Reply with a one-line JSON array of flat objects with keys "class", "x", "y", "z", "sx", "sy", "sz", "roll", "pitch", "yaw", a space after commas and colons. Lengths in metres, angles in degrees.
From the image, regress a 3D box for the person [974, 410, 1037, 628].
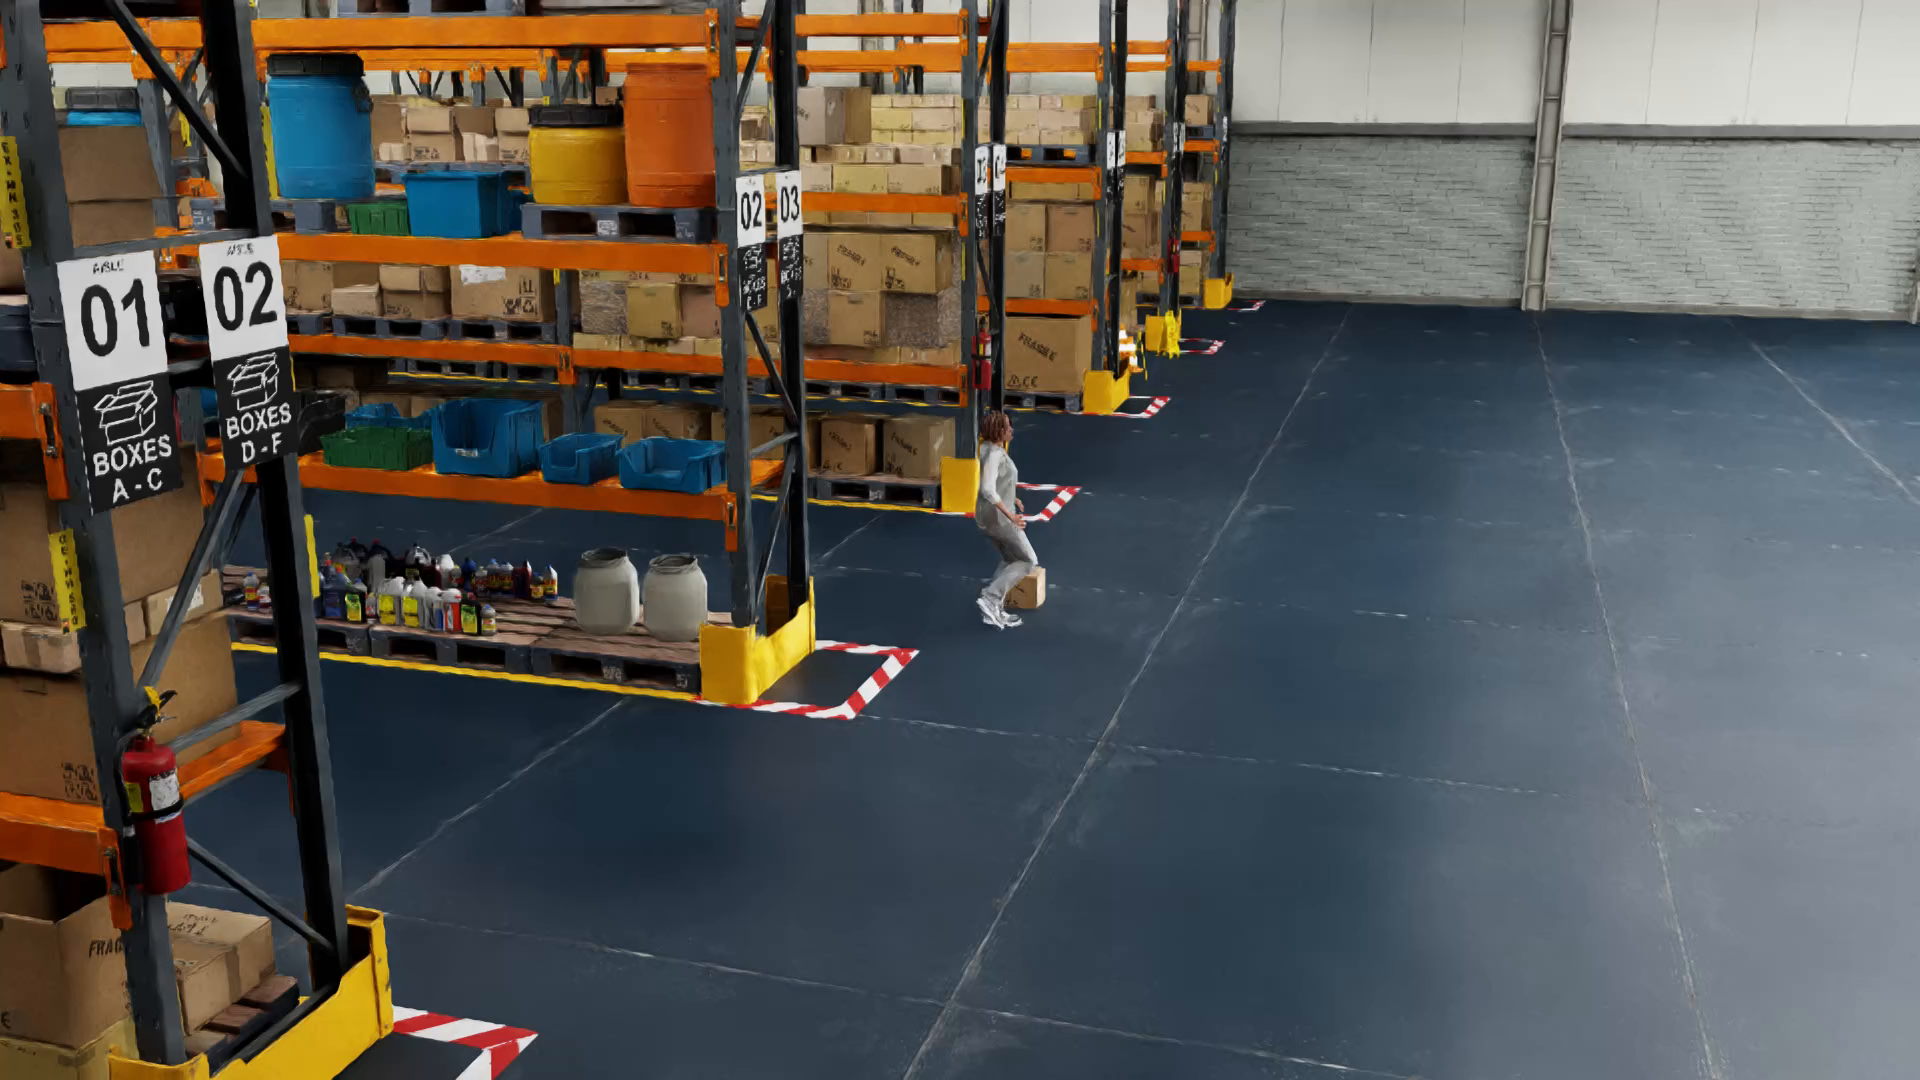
[{"class": "person", "x": 0.290, "y": -0.141, "z": 11.622, "sx": 0.454, "sy": 1.566, "sz": 0.594, "roll": -3, "pitch": 16, "yaw": -12}]
